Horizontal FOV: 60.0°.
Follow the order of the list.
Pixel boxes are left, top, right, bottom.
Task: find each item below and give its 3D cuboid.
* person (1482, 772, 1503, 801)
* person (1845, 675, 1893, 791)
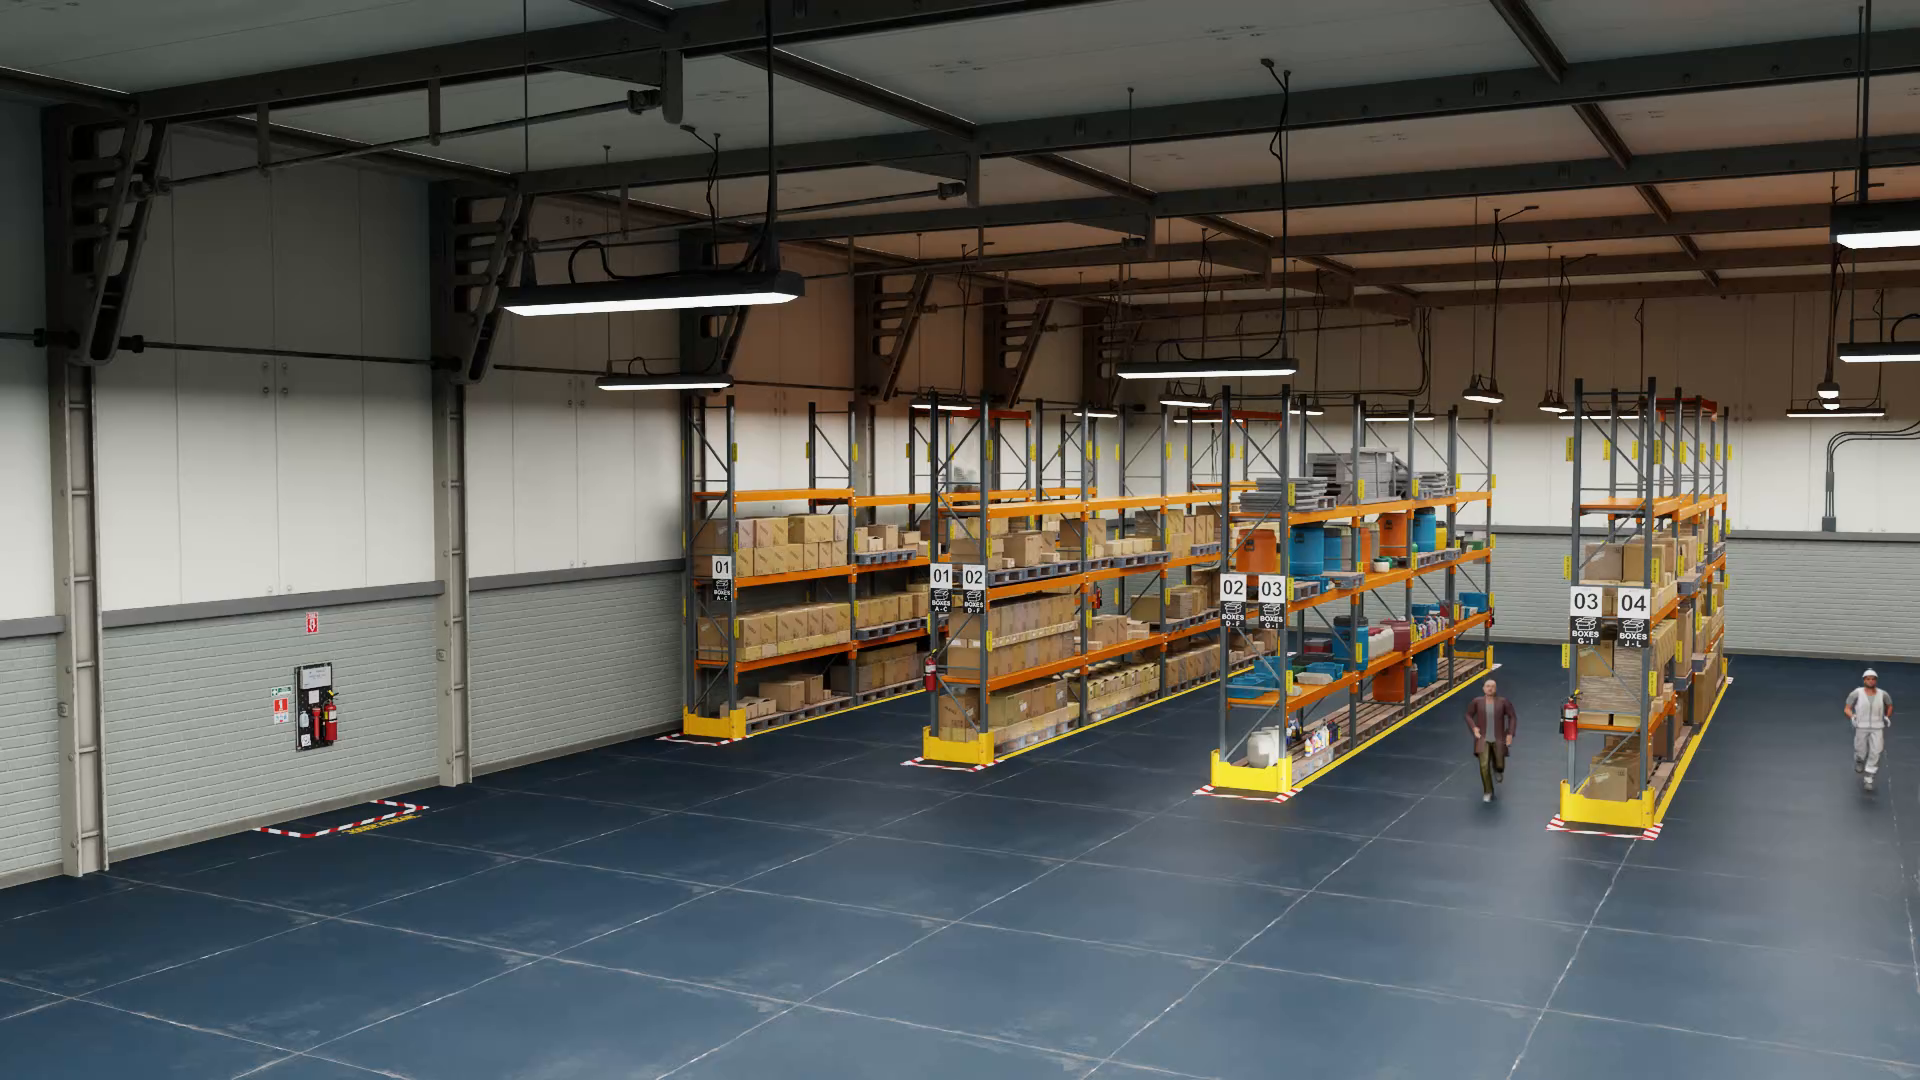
[{"bbox_3d":[7.738,3.472,24.146,0.310,0.544,0.717,1,3,15],"label":"person"},{"bbox_3d":[13.585,2.842,24.843,0.654,1.710,0.814,1,3,20],"label":"person"}]
